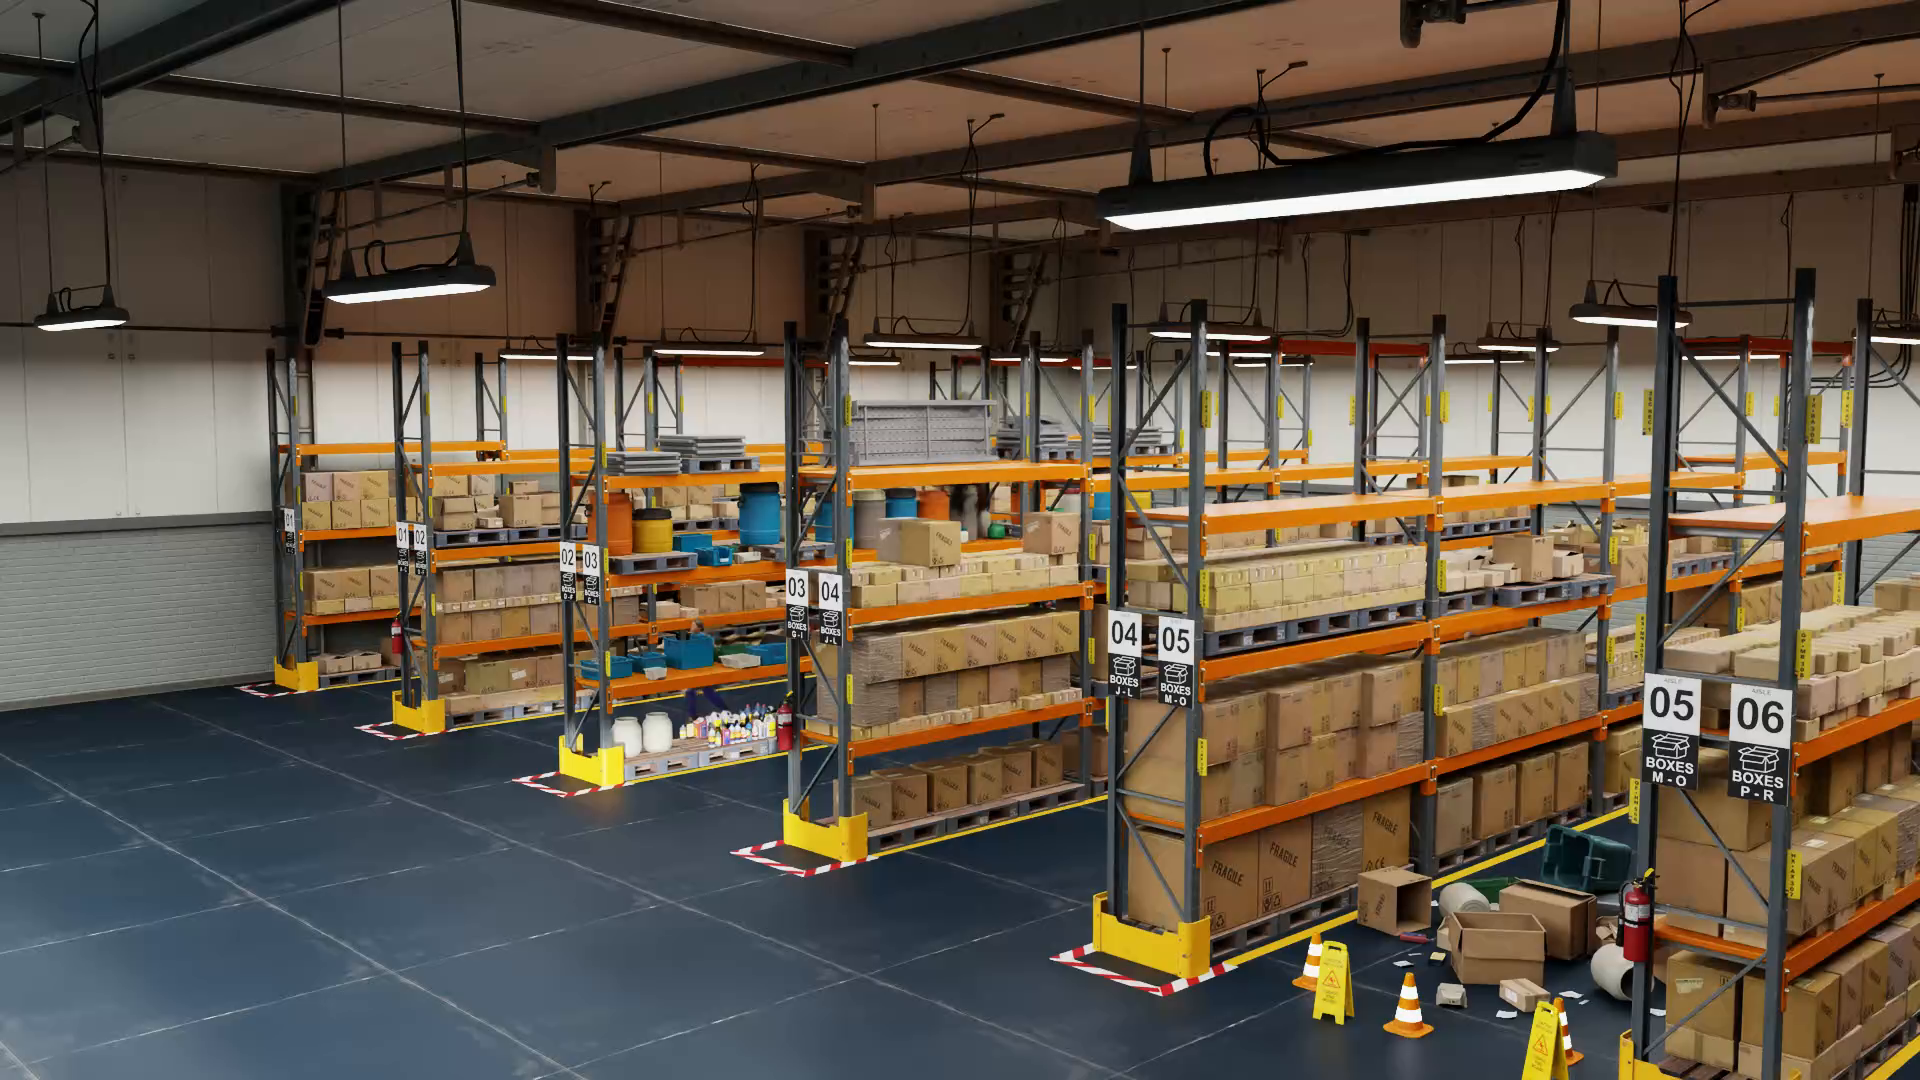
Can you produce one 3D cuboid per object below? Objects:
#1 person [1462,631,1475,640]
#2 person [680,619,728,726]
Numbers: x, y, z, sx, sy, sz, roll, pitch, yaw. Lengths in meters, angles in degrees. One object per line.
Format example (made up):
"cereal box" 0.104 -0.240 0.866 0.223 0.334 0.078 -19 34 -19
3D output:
"person" 7.652 2.186 24.984 0.599 1.672 0.807 4 7 41
"person" -4.034 2.079 26.244 0.601 1.686 0.783 5 7 43
